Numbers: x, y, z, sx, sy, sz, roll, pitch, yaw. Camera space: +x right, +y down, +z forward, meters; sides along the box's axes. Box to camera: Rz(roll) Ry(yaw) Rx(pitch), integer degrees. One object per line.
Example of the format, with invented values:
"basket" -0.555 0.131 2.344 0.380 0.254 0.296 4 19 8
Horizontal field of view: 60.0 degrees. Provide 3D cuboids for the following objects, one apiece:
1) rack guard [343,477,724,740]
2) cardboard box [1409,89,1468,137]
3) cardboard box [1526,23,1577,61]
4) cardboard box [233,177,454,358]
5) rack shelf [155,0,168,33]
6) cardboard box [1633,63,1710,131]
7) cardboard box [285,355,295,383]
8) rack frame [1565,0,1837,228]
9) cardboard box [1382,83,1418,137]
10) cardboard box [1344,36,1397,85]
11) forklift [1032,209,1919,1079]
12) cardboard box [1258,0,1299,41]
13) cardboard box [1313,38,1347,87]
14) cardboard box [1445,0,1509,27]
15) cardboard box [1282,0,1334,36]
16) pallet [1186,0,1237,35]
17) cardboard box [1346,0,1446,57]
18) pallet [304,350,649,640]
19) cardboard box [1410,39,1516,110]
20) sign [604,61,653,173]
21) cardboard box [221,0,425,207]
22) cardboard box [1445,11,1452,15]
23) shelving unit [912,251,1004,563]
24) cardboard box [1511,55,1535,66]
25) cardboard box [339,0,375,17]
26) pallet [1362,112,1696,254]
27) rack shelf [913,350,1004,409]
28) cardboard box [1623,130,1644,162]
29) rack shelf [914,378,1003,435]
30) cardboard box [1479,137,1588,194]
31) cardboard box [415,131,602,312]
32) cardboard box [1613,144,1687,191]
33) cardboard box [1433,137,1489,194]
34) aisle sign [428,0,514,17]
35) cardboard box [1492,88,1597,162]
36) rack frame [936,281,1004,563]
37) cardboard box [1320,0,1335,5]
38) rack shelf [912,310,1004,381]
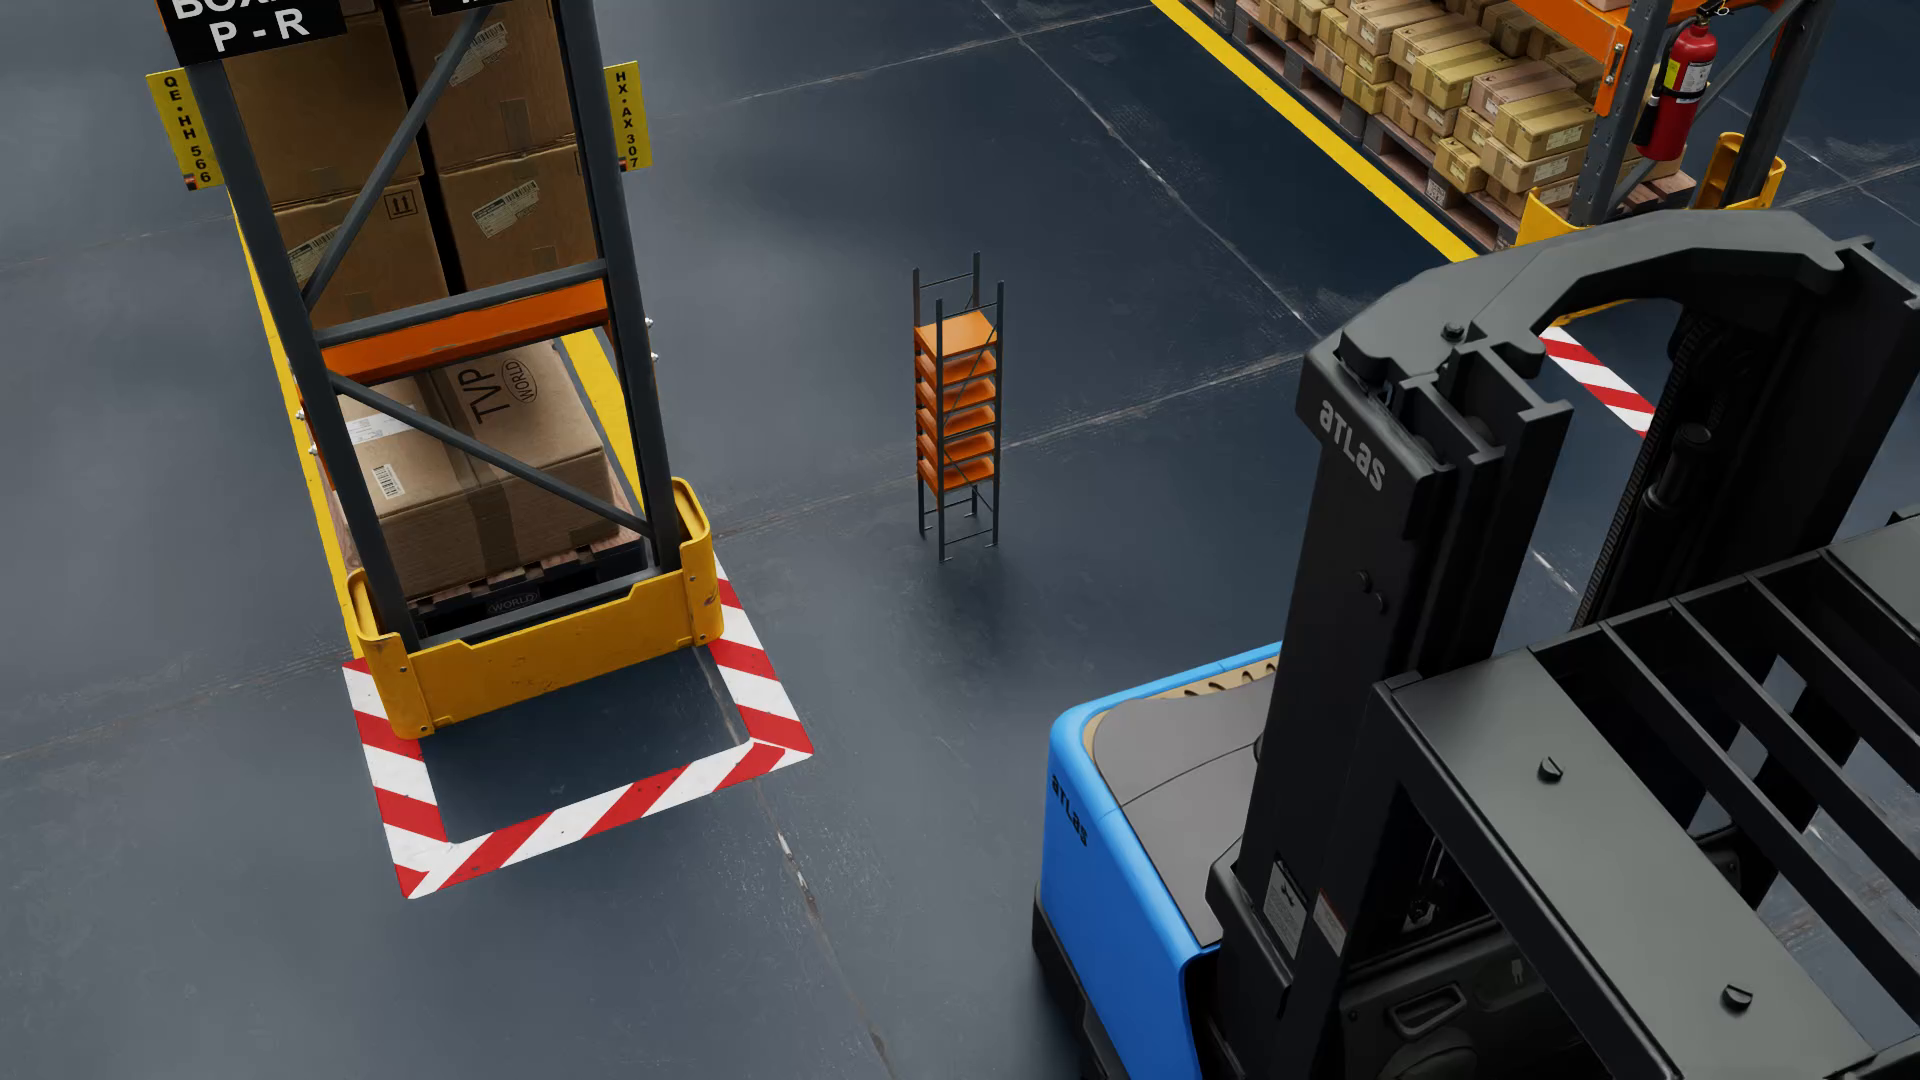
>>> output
"rack guard" -1.421 0.226 5.665 1.175 0.500 0.348 -18 47 -17
"cardboard box" 2.317 -2.028 7.689 0.380 0.149 0.250 -20 48 -19
"cardboard box" 2.891 -2.324 7.777 0.380 0.149 0.250 -18 47 -18
"cardboard box" -1.874 -0.944 5.000 0.500 0.500 0.500 -18 47 -17
"rack shelf" -2.272 -2.765 5.293 1.077 0.370 4.000 -18 47 -17
"cardboard box" 3.106 -1.986 7.434 0.380 0.149 0.250 -20 48 -19
"cardboard box" -2.192 -0.888 6.540 0.875 0.438 0.875 -17 47 -16
"rack frame" 3.018 -2.205 6.349 1.000 3.000 0.127 -18 47 -17
"cardboard box" 2.258 -2.095 7.968 0.380 0.149 0.250 -18 47 -17
"cardboard box" 2.087 -2.355 8.020 0.380 0.149 0.250 -17 47 -17
"forklift" 1.233 1.003 3.147 1.130 2.935 3.031 -16 47 -15
"cardboard box" 1.780 -2.747 8.629 0.380 0.149 0.250 -19 48 -18
"cardboard box" 1.998 -2.419 8.297 0.380 0.149 0.250 -17 47 -17
"cardboard box" 2.603 -2.637 8.095 0.380 0.149 0.250 -16 47 -16
"cardboard box" 1.855 -2.691 8.360 0.380 0.149 0.250 -18 47 -17
"pallet" 1.650 -3.344 9.489 1.003 0.211 1.213 -18 47 -17
"cardboard box" 2.073 -2.457 7.912 0.380 0.149 0.250 -16 47 -16
"pallet" -1.838 -0.173 6.275 1.003 0.211 1.213 -18 47 -17
"cardboard box" 2.287 -2.119 7.569 0.380 0.149 0.250 -19 48 -18
"sign" -0.925 -1.175 4.633 0.100 0.325 0.005 -18 47 -17
"cardboard box" -1.850 -1.307 4.656 0.500 0.500 0.500 -17 47 -16
"cardboard box" 2.576 -2.513 8.180 0.380 0.149 0.250 -20 48 -19
"shelving unit" -0.006 -0.436 5.838 0.258 1.200 0.189 -18 47 -17
"cardboard box" 2.783 -2.176 7.839 0.380 0.149 0.250 -17 47 -17
"cardboard box" -1.764 -1.471 4.360 0.380 0.149 0.250 -17 47 -17
"pallet" 2.676 -1.789 7.913 1.003 0.211 1.213 -18 47 -17
"rack shelf" -0.006 -0.576 5.701 0.258 0.103 0.180 -18 47 -17
"cardboard box" 3.030 -1.855 7.514 0.380 0.149 0.250 -16 47 -16
"rack shelf" -0.006 -0.490 5.785 0.258 0.103 0.180 -18 47 -17
"cardboard box" 2.537 -1.698 7.354 0.380 0.149 0.250 -19 48 -18
"cardboard box" -1.372 -1.105 5.163 0.500 0.500 0.500 -18 48 -18
"cardboard box" 3.088 -1.768 7.637 0.380 0.149 0.250 -17 47 -17
"cardboard box" 2.407 -1.748 7.616 0.380 0.149 0.250 -17 47 -16
"aisle sign" -1.138 -1.644 3.930 0.394 0.787 0.004 -18 47 -17
"cardboard box" 2.565 -1.814 7.260 0.380 0.149 0.250 -18 47 -17
"rack frame" 0.032 -0.378 5.779 0.240 1.200 0.006 -18 47 -17
"cardboard box" 1.926 -2.816 8.276 0.380 0.149 0.250 -18 47 -17
"rack shelf" -0.006 -0.661 5.616 0.258 0.103 0.180 -18 47 -17
